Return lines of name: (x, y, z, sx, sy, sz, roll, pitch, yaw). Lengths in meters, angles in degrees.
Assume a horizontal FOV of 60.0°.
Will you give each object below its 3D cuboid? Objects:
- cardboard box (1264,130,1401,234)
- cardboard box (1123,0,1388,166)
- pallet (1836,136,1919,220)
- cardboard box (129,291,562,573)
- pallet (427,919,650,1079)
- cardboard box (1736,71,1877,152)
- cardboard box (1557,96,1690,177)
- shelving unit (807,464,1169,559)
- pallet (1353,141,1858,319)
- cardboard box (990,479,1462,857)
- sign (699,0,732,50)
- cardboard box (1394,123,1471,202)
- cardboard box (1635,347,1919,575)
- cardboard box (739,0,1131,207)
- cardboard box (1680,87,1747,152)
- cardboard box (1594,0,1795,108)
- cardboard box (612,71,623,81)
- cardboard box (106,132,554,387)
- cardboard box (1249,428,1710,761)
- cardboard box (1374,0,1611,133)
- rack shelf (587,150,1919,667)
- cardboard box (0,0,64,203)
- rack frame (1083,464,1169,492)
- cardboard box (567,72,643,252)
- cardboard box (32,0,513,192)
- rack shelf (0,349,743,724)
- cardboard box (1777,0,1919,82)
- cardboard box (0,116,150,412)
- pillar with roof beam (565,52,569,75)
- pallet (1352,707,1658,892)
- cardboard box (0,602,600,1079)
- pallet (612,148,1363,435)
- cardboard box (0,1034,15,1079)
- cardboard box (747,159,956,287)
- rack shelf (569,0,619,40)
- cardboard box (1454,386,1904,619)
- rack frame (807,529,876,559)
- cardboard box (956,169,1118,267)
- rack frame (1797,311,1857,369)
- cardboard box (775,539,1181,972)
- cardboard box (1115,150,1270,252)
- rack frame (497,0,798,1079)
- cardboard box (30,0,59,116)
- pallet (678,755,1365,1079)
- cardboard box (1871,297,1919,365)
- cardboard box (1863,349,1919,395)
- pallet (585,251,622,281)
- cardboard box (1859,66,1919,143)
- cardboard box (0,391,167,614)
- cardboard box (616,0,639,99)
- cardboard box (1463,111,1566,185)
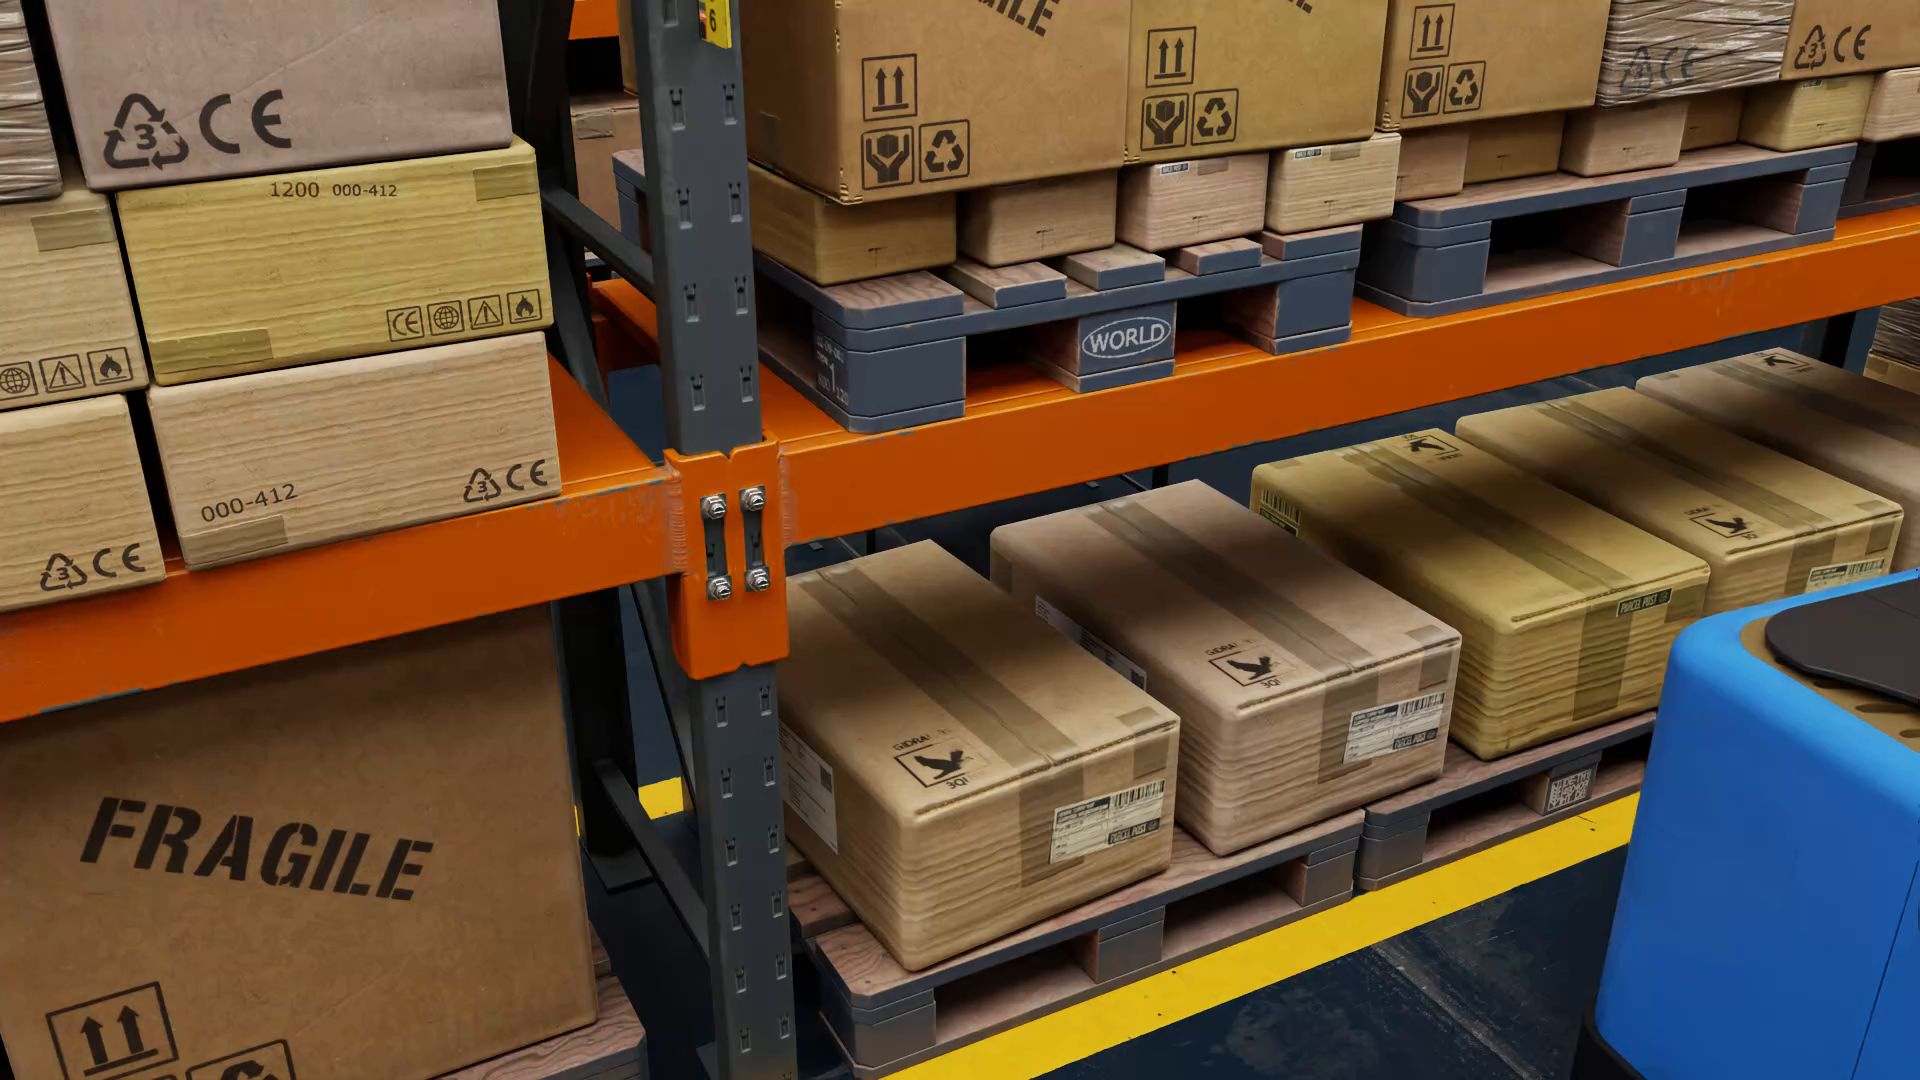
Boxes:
cardboard box: (0.573, -0.686, 3.018, 0.250, 0.149, 0.380, -13, 28, -25)
cardboard box: (0.380, -0.964, 2.848, 0.500, 0.500, 0.500, -11, 28, -22)
pallet: (2.204, -1.112, 4.321, 1.213, 0.211, 1.003, -13, 29, -25)
cardboard box: (-0.906, -0.214, 2.403, 0.500, 0.250, 0.500, -14, 29, -27)
pallet: (-1.314, 0.905, 3.120, 1.213, 0.211, 1.003, -13, 29, -25)
cardboard box: (1.716, -0.962, 3.592, 0.250, 0.149, 0.380, -13, 29, -25)
cardboard box: (1.241, -0.865, 3.392, 0.250, 0.149, 0.380, -12, 28, -23)
shelving unit: (0.075, -0.693, 4.962, 1.048, 1.500, 0.538, -13, 29, -25)
pallet: (1.145, -0.816, 3.705, 1.213, 0.211, 1.003, -13, 29, -25)
cardboard box: (0.568, 0.247, 3.820, 0.625, 0.372, 0.950, -14, 29, -26)
sign: (-0.318, -0.794, 2.101, 0.005, 0.325, 0.100, -13, 29, -25)
cardboard box: (0.749, -0.765, 3.182, 0.250, 0.149, 0.380, -11, 28, -22)
cardboard box: (2.485, -0.195, 4.741, 0.625, 0.372, 0.950, -13, 28, -24)
cardboard box: (-0.076, -0.855, 2.621, 0.500, 0.500, 0.500, -14, 29, -27)
cardboard box: (1.435, -0.947, 3.562, 0.250, 0.149, 0.380, -14, 29, -27)
cardboard box: (1.290, -1.174, 3.284, 0.500, 0.500, 0.500, -14, 29, -27)
cardboard box: (-1.198, -1.892, 7.984, 0.625, 0.625, 0.875, -14, 29, -27)
cardboard box: (-0.890, -0.445, 2.308, 0.500, 0.250, 0.500, -13, 29, -25)
cardboard box: (1.240, 0.095, 4.137, 0.625, 0.372, 0.950, -12, 28, -23)
cardboard box: (0.845, -1.075, 3.078, 0.500, 0.500, 0.500, -12, 28, -24)
rack shelf: (1.182, -0.566, 3.795, 4.000, 0.370, 1.077, -13, 29, -25)
cardboard box: (-1.364, -0.666, 1.902, 0.500, 0.500, 0.500, -12, 28, -24)
rack frame: (0.524, -0.797, 5.177, 0.032, 1.500, 0.500, -13, 29, -25)
cardboard box: (-1.792, -1.755, 7.698, 0.625, 0.625, 0.875, -12, 28, -23)
cardboard box: (-0.916, -0.774, 2.126, 0.500, 0.500, 0.500, -14, 29, -26)
rack shelf: (-2.347, 0.248, 2.099, 4.000, 0.370, 1.077, -13, 29, -25)
cardboard box: (1.752, -1.281, 3.507, 0.500, 0.500, 0.500, -12, 28, -23)
cardboard box: (-1.341, -0.340, 2.087, 0.500, 0.250, 0.500, -14, 29, -26)
pillar with roof beam: (-0.169, -4.048, 3.285, 0.400, 9.000, 9.100, -13, 29, -25)
pallet: (1.183, 0.368, 4.239, 1.213, 0.211, 1.003, -13, 29, -25)
cardboard box: (-1.231, 0.394, 2.933, 0.875, 0.875, 0.875, -13, 29, -26)
pallet: (-0.004, -0.583, 3.220, 1.003, 0.211, 1.213, -13, 29, -25)
cardboard box: (-2.020, 0.574, 2.558, 0.875, 0.875, 0.875, -13, 28, -24)
cardboard box: (-0.208, -0.555, 2.745, 0.250, 0.149, 0.380, -15, 29, -28)
rack shelf: (-1.157, -2.461, 7.742, 4.000, 0.370, 1.077, -13, 29, -25)
cardboard box: (1.853, -0.047, 4.434, 0.625, 0.372, 0.950, -11, 28, -22)
rack frame: (-0.373, -0.590, 4.746, 0.032, 1.500, 0.500, -13, 29, -25)
cardboard box: (0.057, -0.599, 2.838, 0.250, 0.149, 0.380, -15, 29, -28)
rack frame: (2.947, -1.298, 4.488, 0.127, 3.000, 1.000, -13, 29, -25)
cardboard box: (-0.079, 0.401, 3.501, 0.625, 0.372, 0.950, -15, 30, -29)
cardboard box: (0.320, -0.638, 2.917, 0.250, 0.149, 0.380, -15, 29, -28)
rack frame: (-0.582, -0.483, 2.791, 0.127, 3.000, 1.000, -13, 29, -25)
cardboard box: (-1.566, -0.867, 2.320, 0.500, 0.500, 0.500, -13, 28, -25)
pallet: (0.108, 0.615, 3.725, 1.213, 0.211, 1.003, -13, 29, -25)
cardboard box: (3.343, -0.809, 5.294, 0.500, 0.500, 0.500, -13, 29, -26)
cardboard box: (3.342, -0.471, 5.457, 0.500, 0.250, 0.500, -12, 28, -23)
pallet: (-2.177, -1.274, 7.660, 1.213, 0.211, 1.003, -13, 29, -25)
cardboard box: (1.948, -0.998, 3.667, 0.250, 0.149, 0.380, -13, 28, -25)
cardboard box: (-1.350, -0.104, 2.173, 0.500, 0.250, 0.500, -12, 28, -24)
cardboard box: (-0.312, -1.051, 3.028, 0.500, 0.500, 0.500, -14, 29, -27)
cardboard box: (0.979, -0.837, 3.333, 0.250, 0.149, 0.380, -12, 28, -23)
